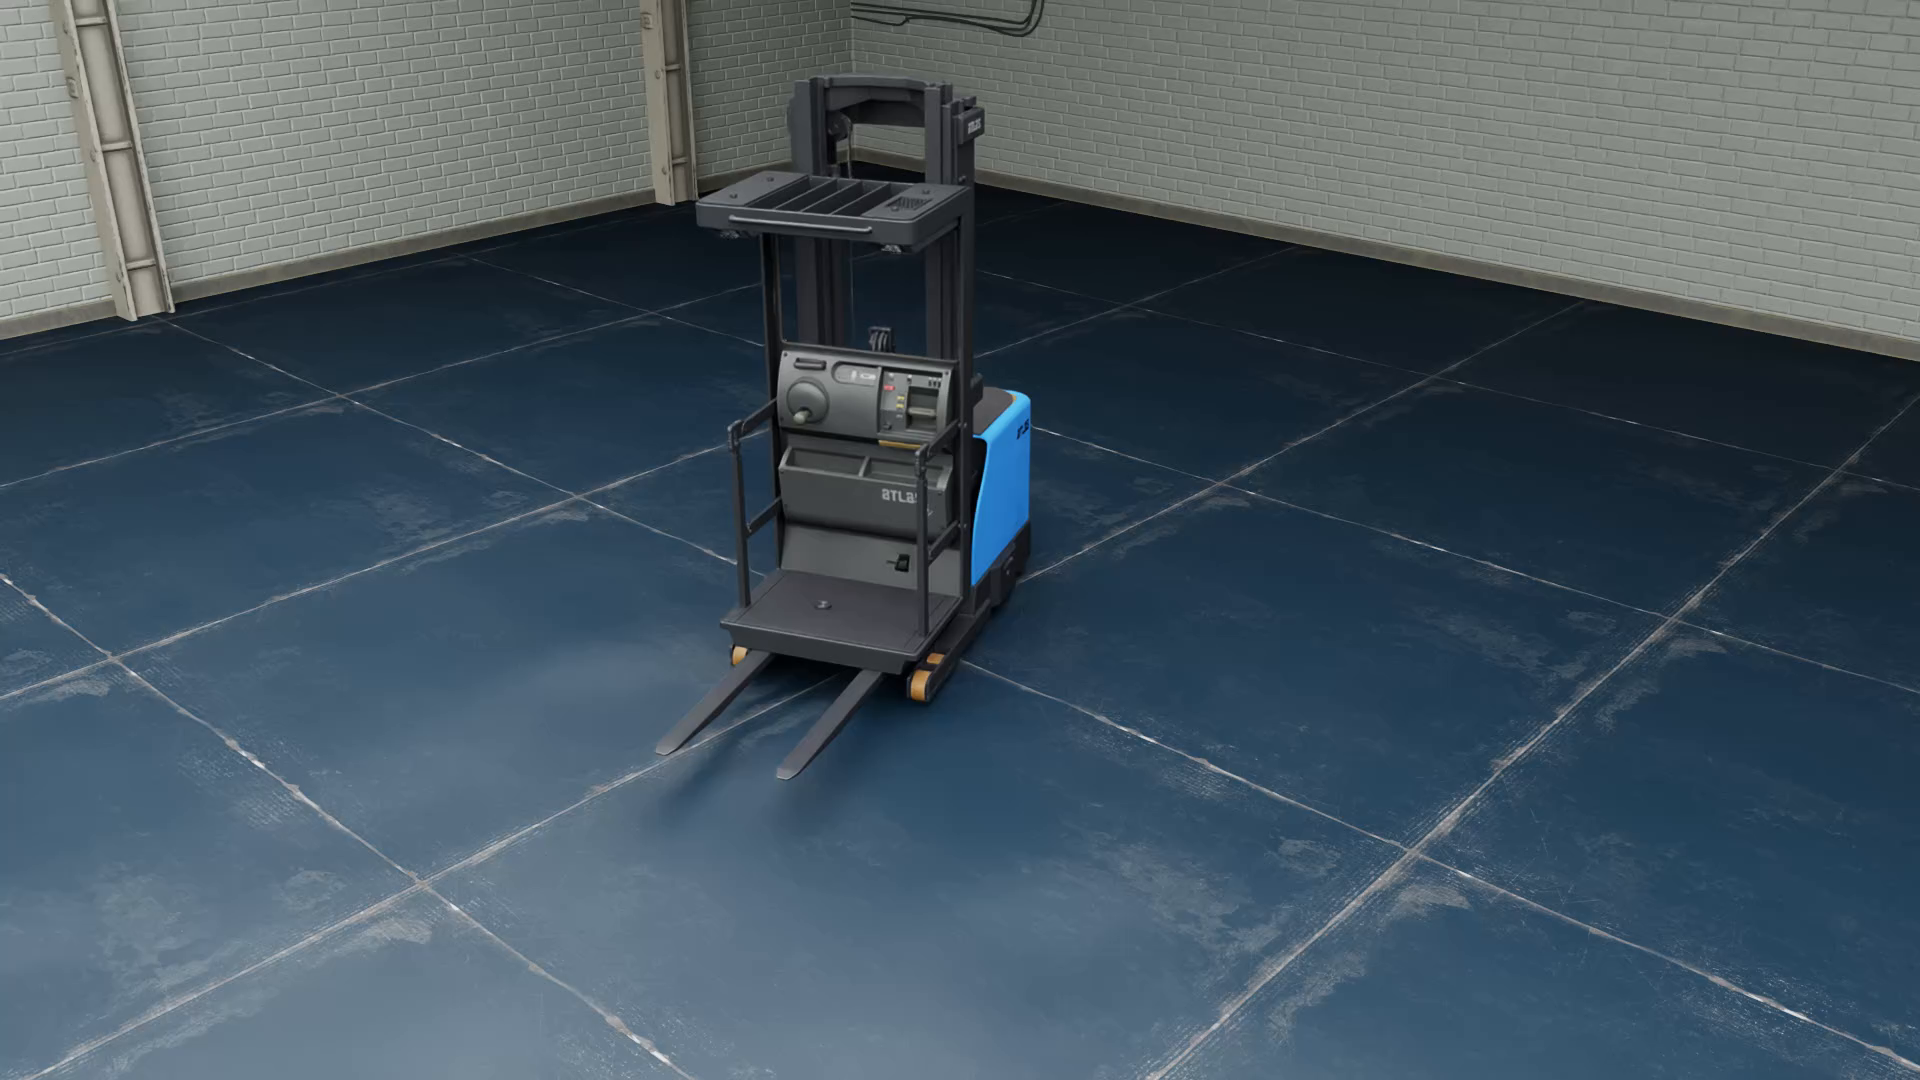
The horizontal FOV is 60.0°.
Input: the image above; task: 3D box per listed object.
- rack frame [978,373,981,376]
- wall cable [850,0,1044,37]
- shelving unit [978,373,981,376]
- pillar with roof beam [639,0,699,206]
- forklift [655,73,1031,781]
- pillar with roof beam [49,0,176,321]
[{"bbox_3d":[0.037,-0.535,10.160,0.200,1.050,0.008,15,28,30],"label":"rack frame"},{"bbox_3d":[-0.255,-7.063,18.798,3.097,2.526,0.112,20,31,38],"label":"wall cable"},{"bbox_3d":[-0.030,-0.493,10.067,0.215,1.050,0.252,15,28,30],"label":"shelving unit"},{"bbox_3d":[0.000,-6.768,14.345,9.100,9.000,0.400,20,31,38],"label":"pillar with roof beam"},{"bbox_3d":[-0.559,-0.704,8.237,1.130,2.935,3.031,8,25,18],"label":"forklift"},{"bbox_3d":[-4.004,-4.940,10.268,9.100,9.000,0.400,20,31,38],"label":"pillar with roof beam"}]
